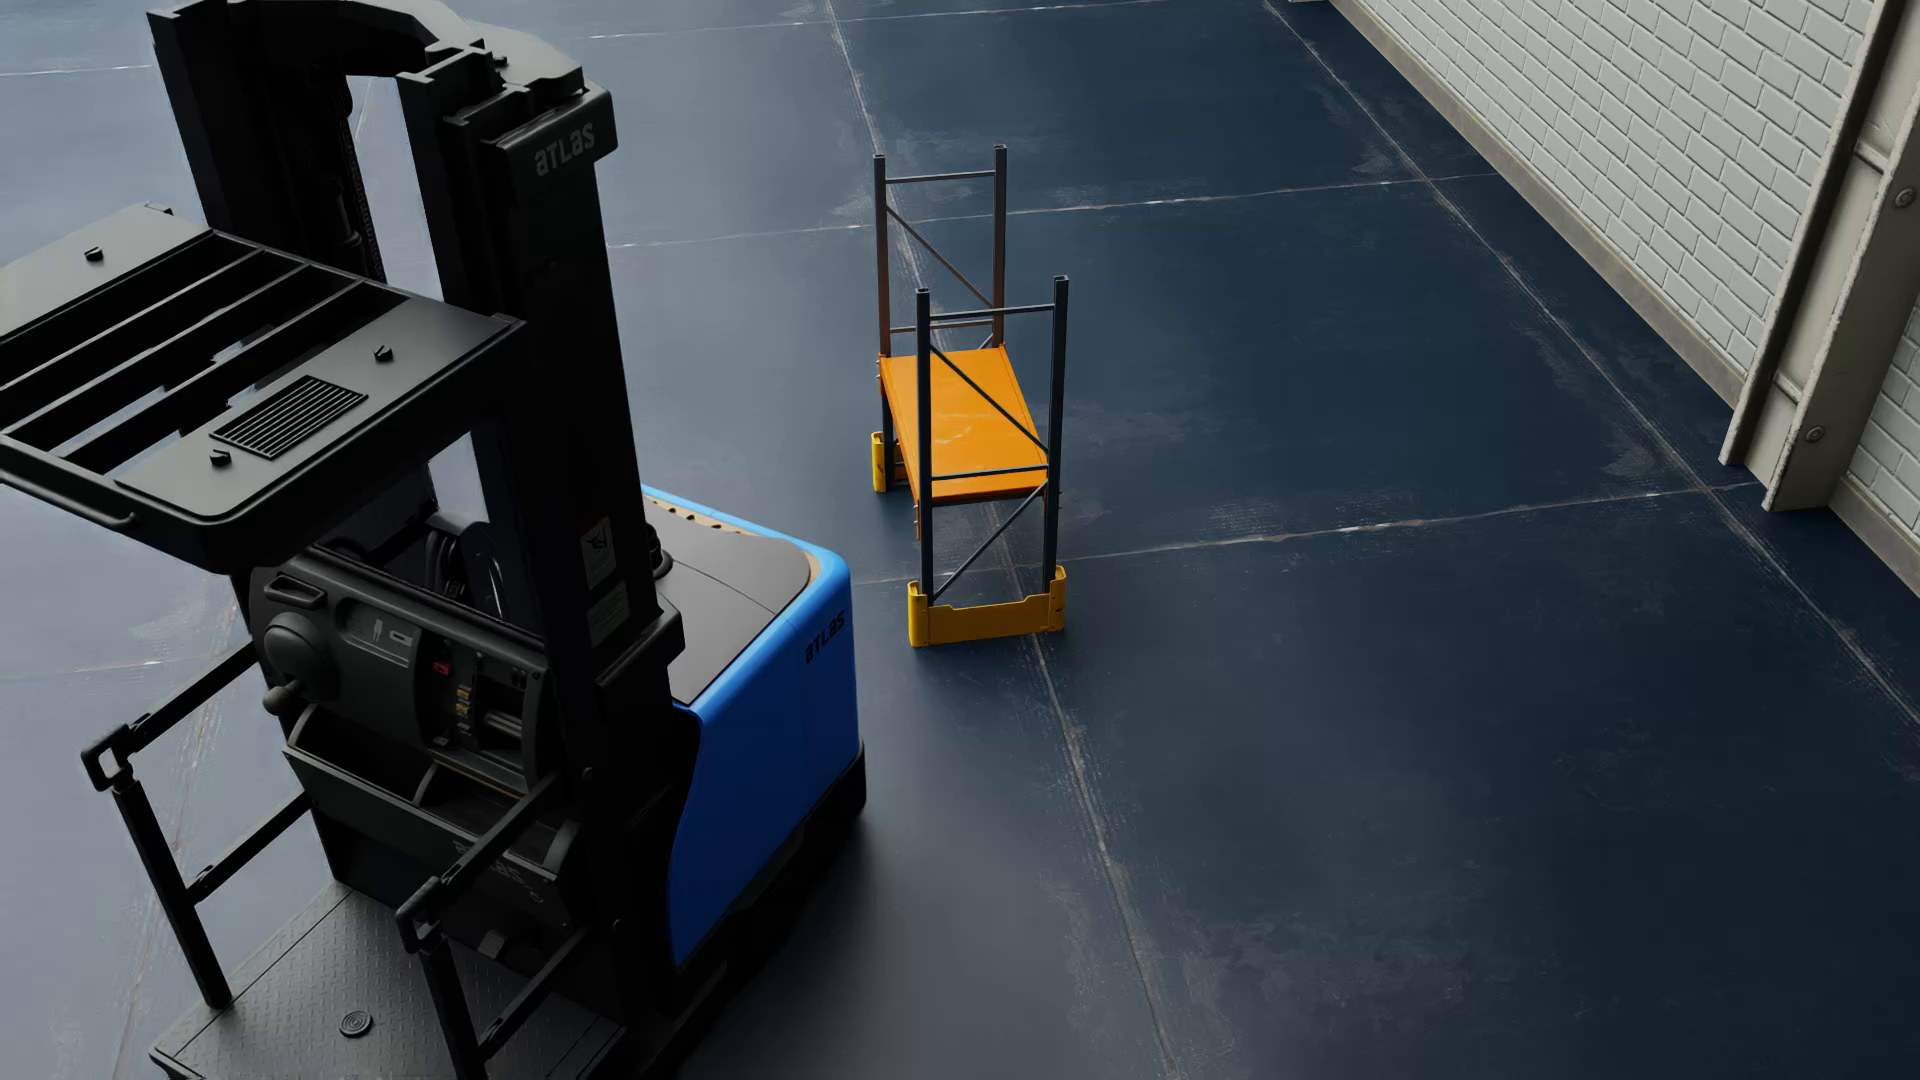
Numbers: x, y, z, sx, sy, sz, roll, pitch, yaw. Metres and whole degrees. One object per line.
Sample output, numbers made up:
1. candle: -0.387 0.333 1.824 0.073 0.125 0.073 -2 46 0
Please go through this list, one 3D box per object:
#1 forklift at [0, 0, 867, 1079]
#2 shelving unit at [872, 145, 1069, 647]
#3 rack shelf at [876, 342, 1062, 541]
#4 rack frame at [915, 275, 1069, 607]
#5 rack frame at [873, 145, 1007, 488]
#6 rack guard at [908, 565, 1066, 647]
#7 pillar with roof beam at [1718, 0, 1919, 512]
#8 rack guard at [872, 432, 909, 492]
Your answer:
1. forklift: -1.465 0.388 3.862 1.130 2.935 3.031 19 42 22
2. shelving unit: 0.013 -0.546 6.231 0.587 1.500 1.083 -6 38 -8
3. rack shelf: 0.015 -0.399 6.334 0.538 0.185 1.000 -6 38 -8
4. rack frame: 0.104 -0.234 5.828 0.500 1.500 0.032 -6 38 -8
5. rack frame: -0.074 -0.848 6.619 0.500 1.500 0.032 -6 38 -8
6. rack guard: 0.101 0.248 6.227 0.587 0.250 0.087 -6 38 -8
7. pillar with roof beam: -0.770 -3.342 3.717 9.100 9.000 0.400 -6 38 -8
8. rack guard: -0.074 -0.353 7.001 0.587 0.250 0.087 -6 38 -8
